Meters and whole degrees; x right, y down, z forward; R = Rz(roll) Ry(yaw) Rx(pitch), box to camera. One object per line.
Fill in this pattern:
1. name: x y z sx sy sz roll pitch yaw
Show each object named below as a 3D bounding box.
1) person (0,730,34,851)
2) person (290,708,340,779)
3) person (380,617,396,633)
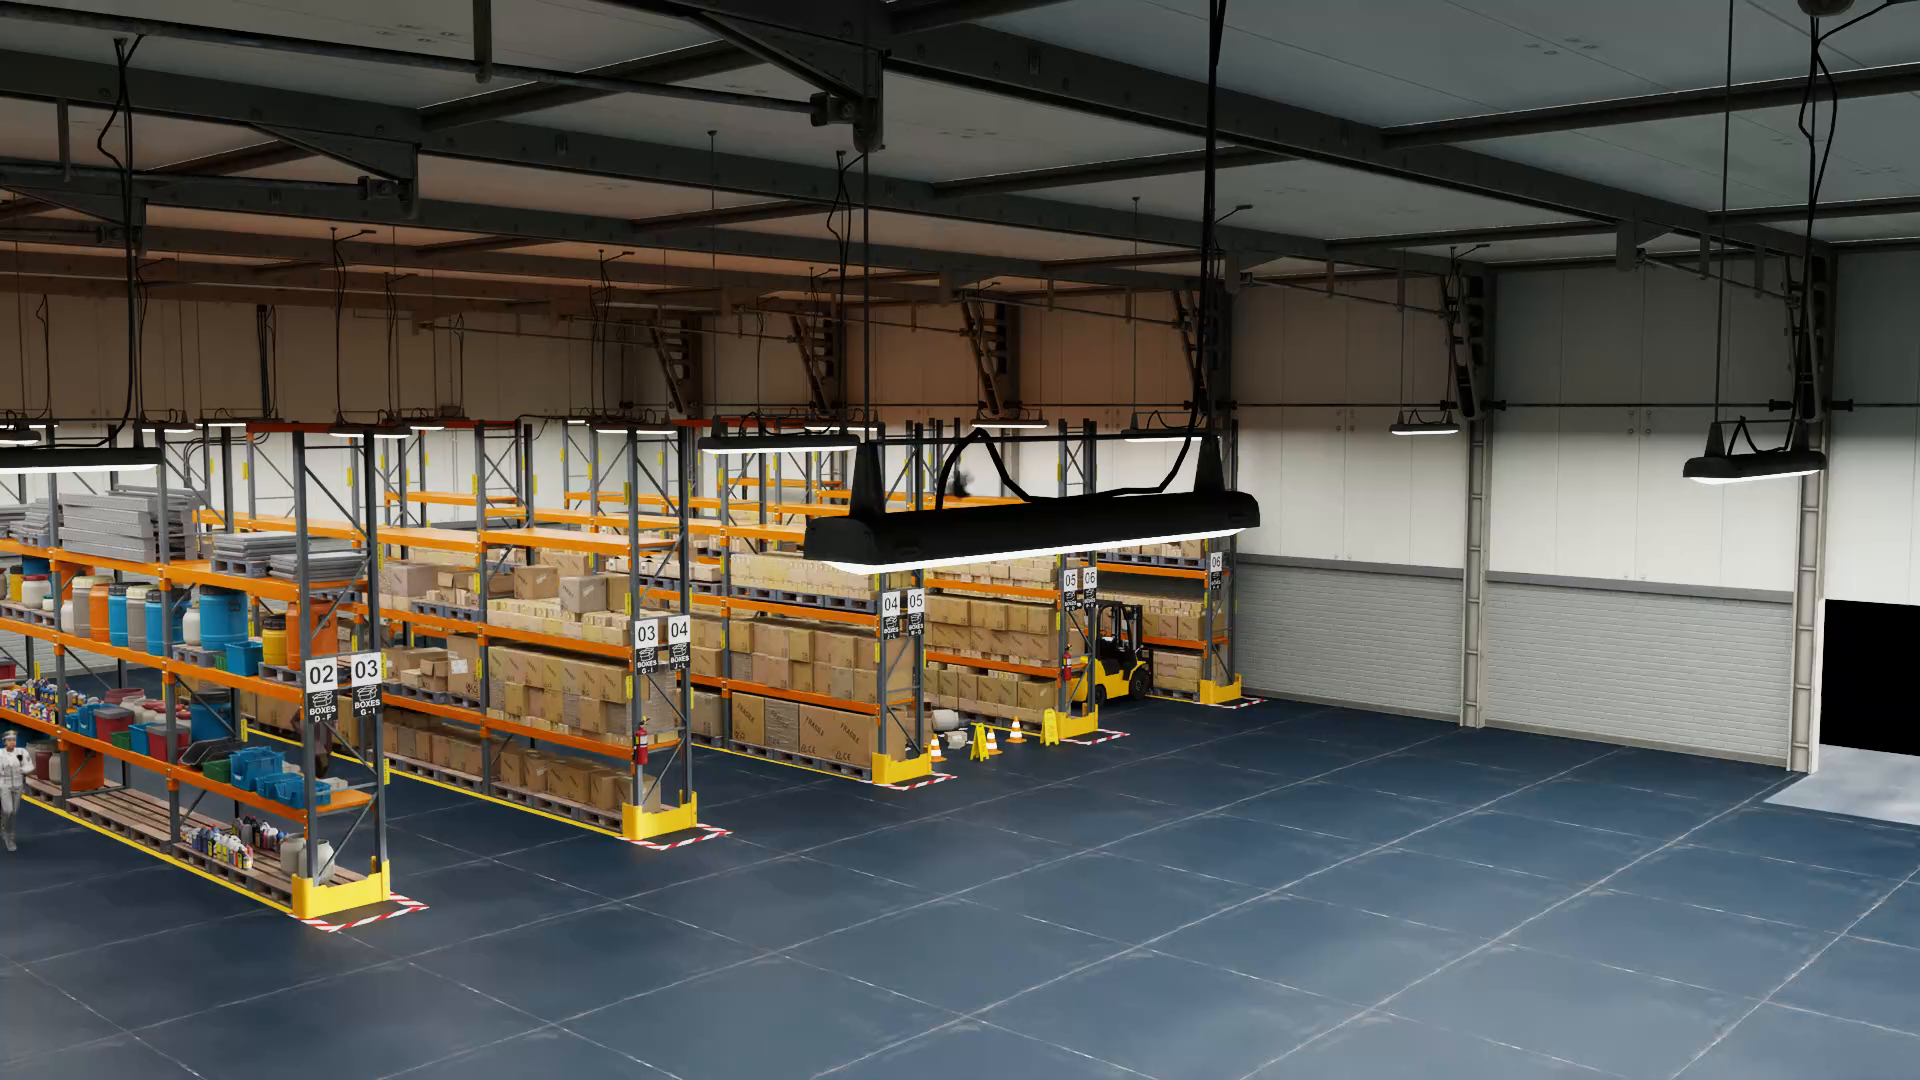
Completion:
1. person: -13.611 3.565 23.794 0.780 1.748 0.570 4 6 42
2. person: -10.228 3.292 26.586 0.787 1.821 0.670 3 6 36
3. person: -13.866 2.193 40.041 0.704 1.750 0.611 2 5 24
